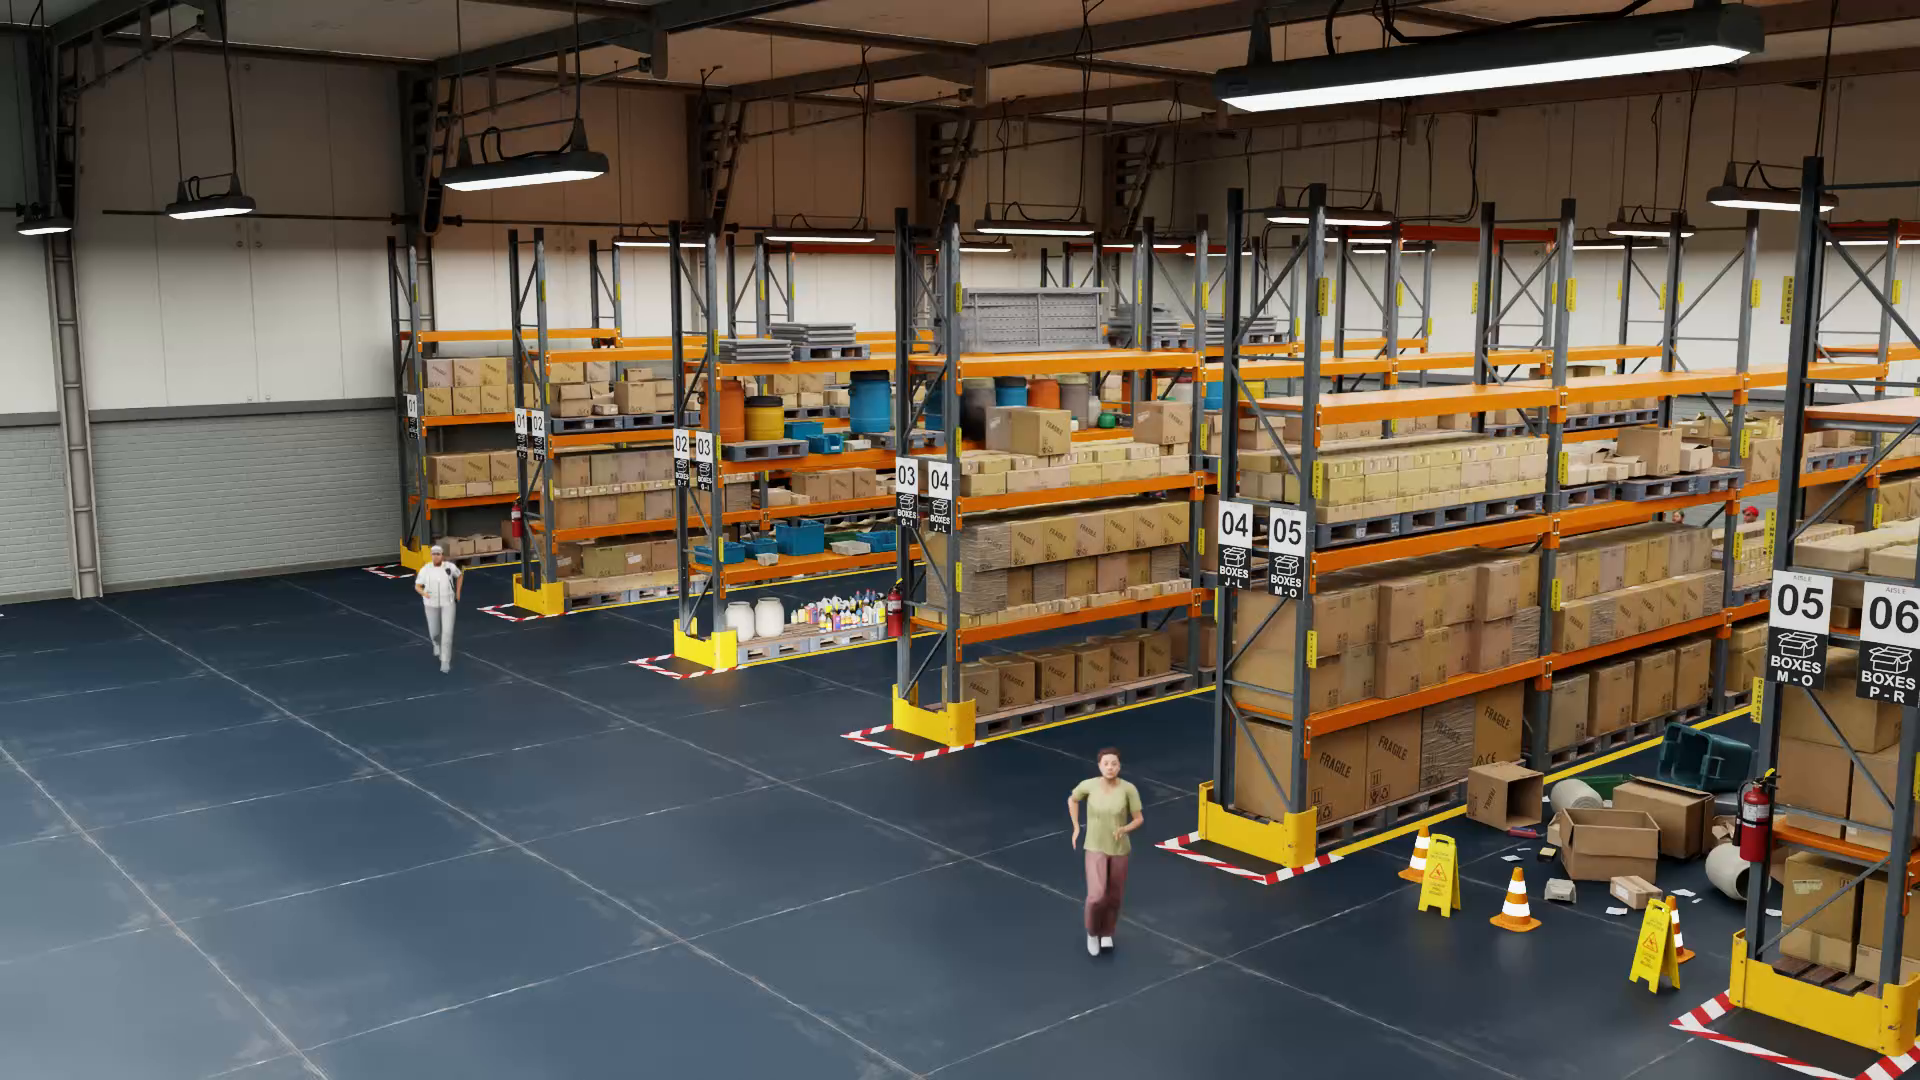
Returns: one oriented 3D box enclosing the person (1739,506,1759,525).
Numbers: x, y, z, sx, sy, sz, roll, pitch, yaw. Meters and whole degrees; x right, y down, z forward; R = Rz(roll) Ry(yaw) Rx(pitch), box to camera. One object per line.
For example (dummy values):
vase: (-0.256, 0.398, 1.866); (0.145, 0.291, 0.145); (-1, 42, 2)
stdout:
person: (12.112, 0.387, 25.415); (0.927, 1.832, 0.674); (-5, 10, -30)

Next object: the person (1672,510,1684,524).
person: (11.532, 0.396, 26.700); (0.562, 1.425, 0.598); (-8, 12, -40)

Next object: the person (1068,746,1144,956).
person: (1.124, 2.396, 12.759); (0.560, 1.645, 0.645); (0, 9, -1)

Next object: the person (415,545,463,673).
person: (-7.054, 0.898, 22.563); (0.619, 1.676, 0.931); (-2, 9, -14)
